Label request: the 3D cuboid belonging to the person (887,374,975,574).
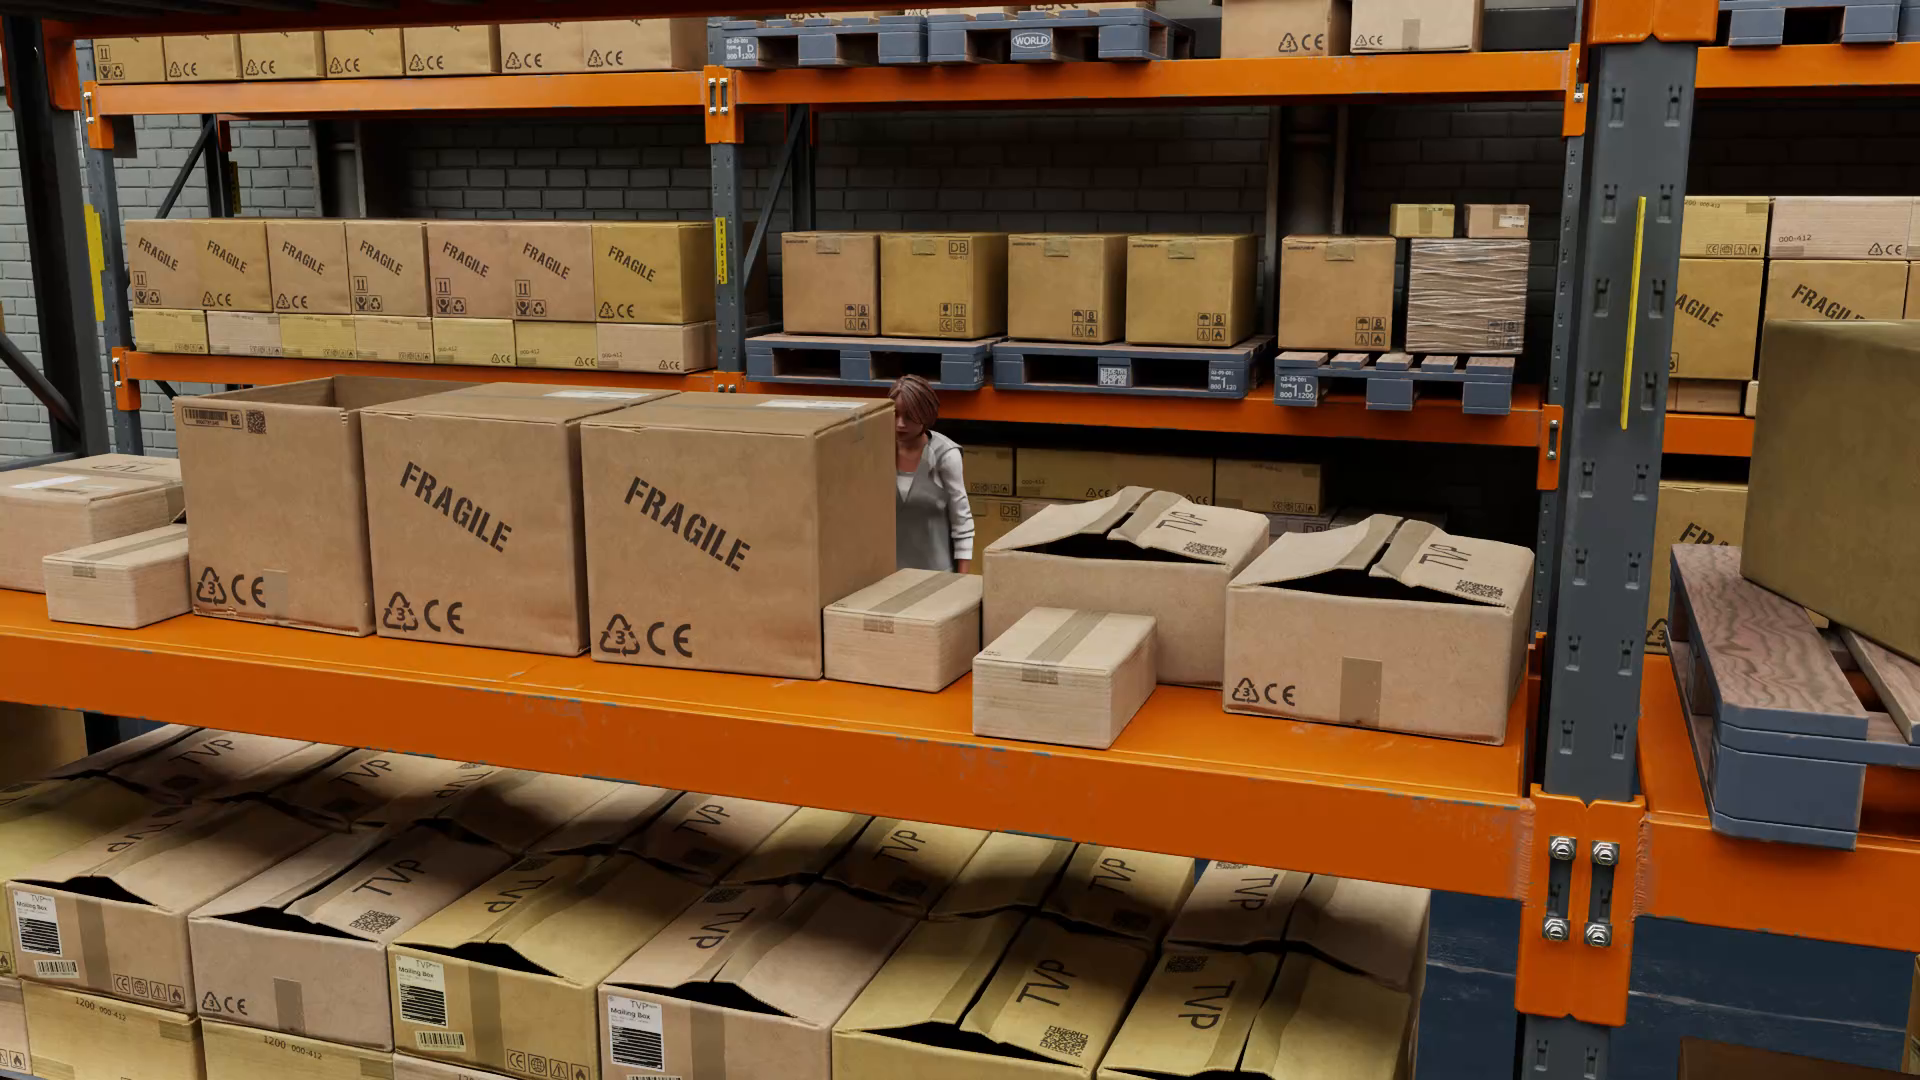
[{"bbox_3d":[-0.173,0.176,6.170,0.459,1.591,0.347,4,13,19],"label":"person"}]
